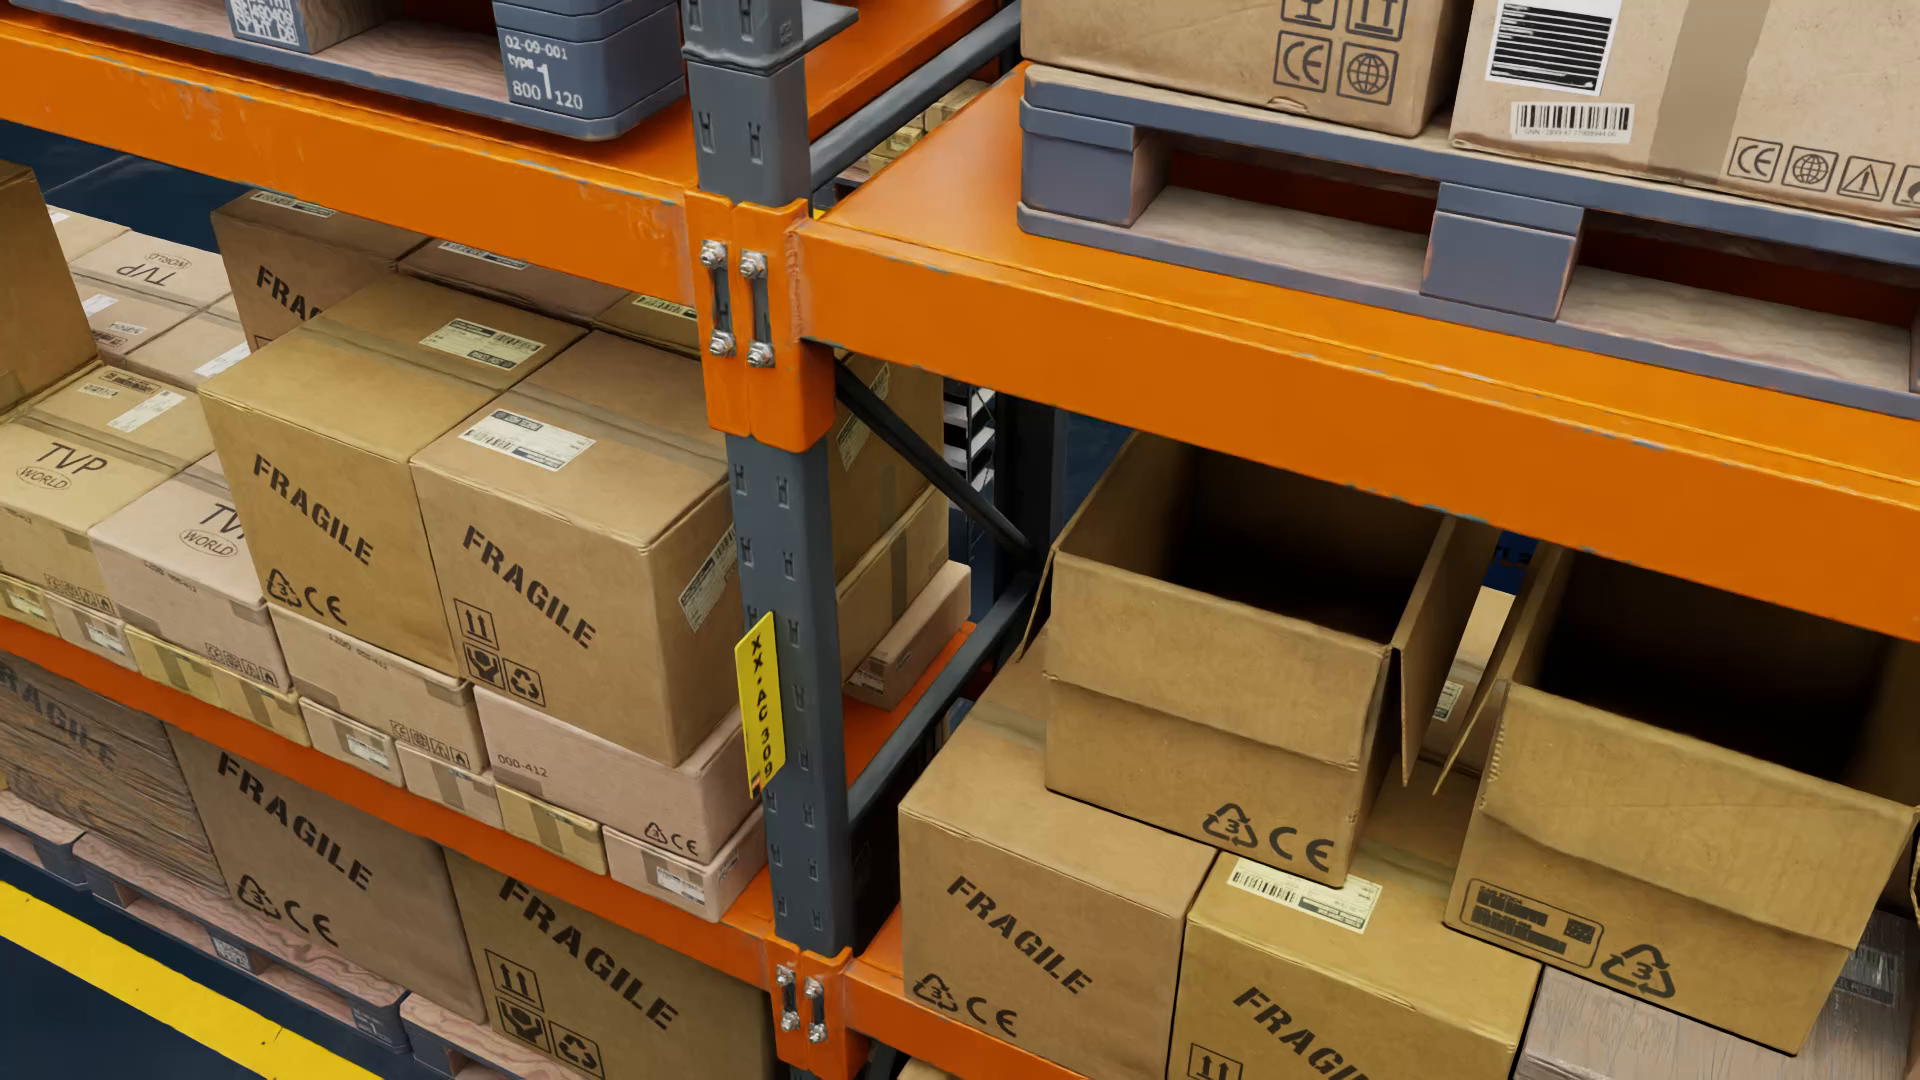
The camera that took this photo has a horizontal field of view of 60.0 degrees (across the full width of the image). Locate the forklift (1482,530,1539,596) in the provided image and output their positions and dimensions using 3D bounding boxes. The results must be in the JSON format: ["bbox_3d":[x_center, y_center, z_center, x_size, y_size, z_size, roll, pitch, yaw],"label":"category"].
[{"bbox_3d":[2.921,-0.334,4.266,3.031,2.935,1.130,16,40,20],"label":"forklift"}]

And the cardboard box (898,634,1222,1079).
[{"bbox_3d":[0.232,0.566,2.941,0.500,0.500,0.500,18,41,22],"label":"cardboard box"}]

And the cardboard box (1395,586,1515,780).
[{"bbox_3d":[0.916,0.428,3.122,0.500,0.500,0.500,19,41,23],"label":"cardboard box"}]

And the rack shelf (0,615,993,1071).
[{"bbox_3d":[-1.837,0.074,4.267,4.000,0.370,1.077,17,41,21],"label":"rack shelf"}]

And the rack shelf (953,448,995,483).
[{"bbox_3d":[-0.007,-0.262,6.055,0.200,0.077,0.258,17,41,21],"label":"rack shelf"}]

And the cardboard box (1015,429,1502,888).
[{"bbox_3d":[0.510,0.077,2.755,0.637,0.503,0.797,16,40,20],"label":"cardboard box"}]

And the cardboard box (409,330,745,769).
[{"bbox_3d":[-0.592,0.002,3.024,0.500,0.500,0.500,19,41,23],"label":"cardboard box"}]

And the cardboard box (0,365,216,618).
[{"bbox_3d":[-1.936,-0.124,3.811,0.500,0.250,0.500,17,40,21],"label":"cardboard box"}]

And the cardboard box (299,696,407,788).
[{"bbox_3d":[-1.168,0.320,3.555,0.250,0.149,0.380,18,41,22],"label":"cardboard box"}]

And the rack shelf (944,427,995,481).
[{"bbox_3d":[-0.007,-0.334,6.001,0.200,0.077,0.258,17,41,21],"label":"rack shelf"}]

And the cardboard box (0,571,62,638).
[{"bbox_3d":[-2.083,0.034,3.932,0.250,0.149,0.380,16,40,20],"label":"cardboard box"}]

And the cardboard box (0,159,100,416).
[{"bbox_3d":[-2.404,-0.568,3.775,0.500,0.500,0.500,16,40,20],"label":"cardboard box"}]

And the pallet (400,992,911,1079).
[{"bbox_3d":[-0.700,1.201,4.494,1.213,0.211,1.003,17,41,21],"label":"pallet"}]

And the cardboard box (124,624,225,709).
[{"bbox_3d":[-1.624,0.178,3.743,0.250,0.149,0.380,17,40,21],"label":"cardboard box"}]

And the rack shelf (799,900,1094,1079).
[{"bbox_3d":[1.715,1.186,2.801,4.000,0.370,1.077,17,41,21],"label":"rack shelf"}]

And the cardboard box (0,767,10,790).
[{"bbox_3d":[-3.008,0.045,5.119,0.875,0.875,0.875,17,41,21],"label":"cardboard box"}]

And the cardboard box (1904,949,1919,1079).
[{"bbox_3d":[1.673,0.439,2.279,0.637,0.503,0.797,19,41,23],"label":"cardboard box"}]

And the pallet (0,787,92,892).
[{"bbox_3d":[-2.867,0.522,5.387,1.213,0.211,1.003,17,41,21],"label":"pallet"}]

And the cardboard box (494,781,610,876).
[{"bbox_3d":[-0.712,0.463,3.367,0.250,0.149,0.380,18,41,22],"label":"cardboard box"}]

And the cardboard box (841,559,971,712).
[{"bbox_3d":[-0.171,0.183,3.736,0.250,0.149,0.380,17,41,22],"label":"cardboard box"}]

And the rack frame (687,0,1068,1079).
[{"bbox_3d":[-0.061,0.344,3.317,0.127,3.000,1.000,17,41,21],"label":"rack frame"}]

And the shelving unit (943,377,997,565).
[{"bbox_3d":[-0.007,-0.361,5.981,0.210,0.900,0.258,17,41,21],"label":"shelving unit"}]

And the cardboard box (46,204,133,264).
[{"bbox_3d":[-2.611,-0.694,4.561,0.500,0.250,0.500,17,40,21],"label":"cardboard box"}]

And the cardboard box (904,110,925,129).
[{"bbox_3d":[-0.210,-2.169,8.145,0.250,0.149,0.380,15,40,19],"label":"cardboard box"}]

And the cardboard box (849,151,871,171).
[{"bbox_3d":[-0.431,-2.024,8.445,0.250,0.149,0.380,18,41,22],"label":"cardboard box"}]

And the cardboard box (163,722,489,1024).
[{"bbox_3d":[-1.410,0.546,4.460,0.875,0.875,0.875,17,41,21],"label":"cardboard box"}]

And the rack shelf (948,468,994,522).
[{"bbox_3d":[-0.007,-0.191,6.110,0.200,0.077,0.258,17,41,21],"label":"rack shelf"}]

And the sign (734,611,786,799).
[{"bbox_3d":[-0.315,0.266,2.638,0.005,0.325,0.100,17,41,21],"label":"sign"}]

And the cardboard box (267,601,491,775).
[{"bbox_3d":[-1.035,0.160,3.436,0.500,0.250,0.500,19,41,23],"label":"cardboard box"}]

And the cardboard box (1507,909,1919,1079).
[{"bbox_3d":[1.123,0.845,2.574,0.500,0.500,0.500,16,40,20],"label":"cardboard box"}]

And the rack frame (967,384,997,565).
[{"bbox_3d":[0.083,-0.332,5.944,0.006,0.900,0.240,17,41,21],"label":"rack frame"}]

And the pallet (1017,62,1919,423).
[{"bbox_3d":[0.776,-0.547,2.167,1.217,0.209,0.805,16,40,20],"label":"pallet"}]

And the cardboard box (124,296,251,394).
[{"bbox_3d":[-1.694,-0.410,4.187,0.500,0.250,0.500,17,41,22],"label":"cardboard box"}]

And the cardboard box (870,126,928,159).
[{"bbox_3d":[-0.242,-2.014,8.186,0.250,0.149,0.380,19,41,23],"label":"cardboard box"}]

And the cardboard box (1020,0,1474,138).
[{"bbox_3d":[0.458,-0.902,2.047,0.500,0.500,0.700,18,41,23],"label":"cardboard box"}]

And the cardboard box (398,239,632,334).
[{"bbox_3d":[-0.803,-0.425,3.587,0.500,0.500,0.500,17,41,21],"label":"cardboard box"}]
